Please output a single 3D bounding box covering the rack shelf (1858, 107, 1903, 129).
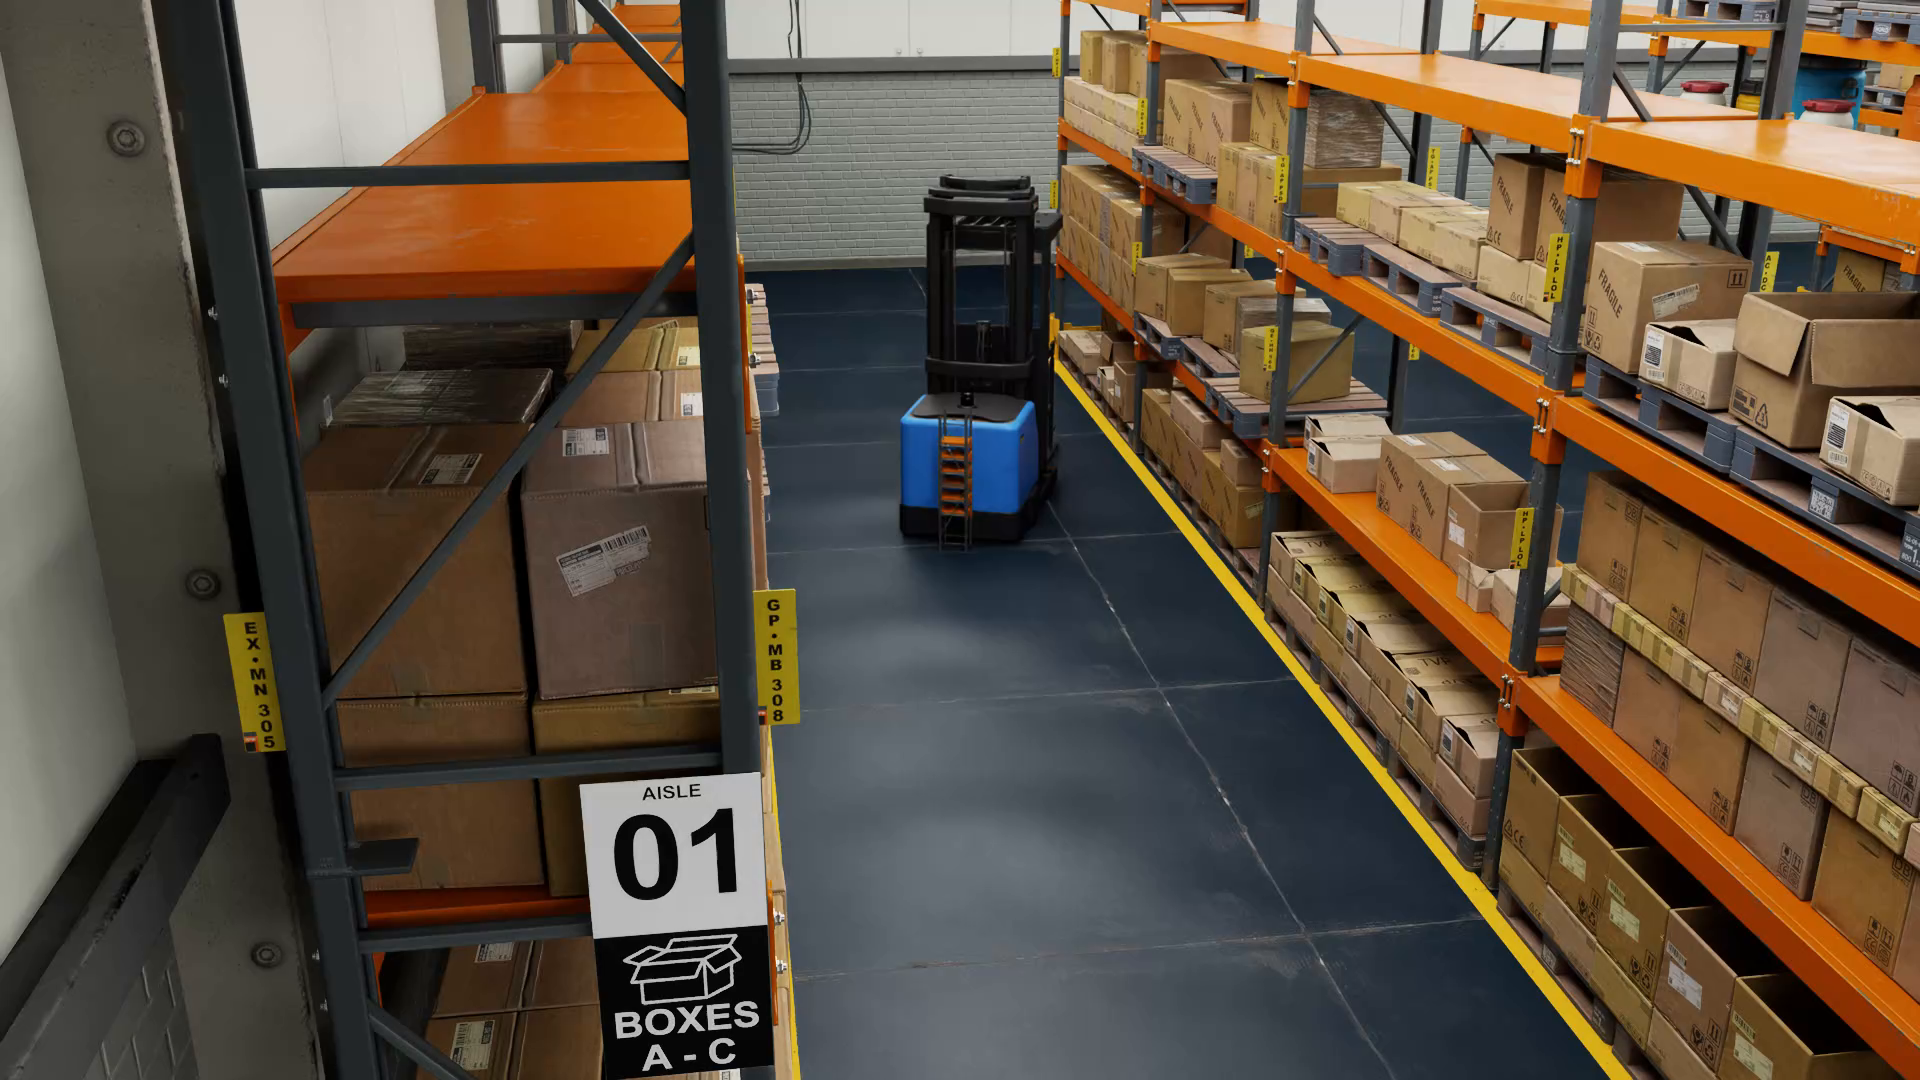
[{"bbox_3d":[11.740,-4.560,18.880,1.077,0.370,4.000,-3,21,-8],"label":"rack shelf"}]

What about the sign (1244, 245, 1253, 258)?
[{"bbox_3d":[2.773,-2.873,15.966,0.100,0.325,0.005,-3,21,-8],"label":"sign"}]

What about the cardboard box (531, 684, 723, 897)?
[{"bbox_3d":[-0.748,0.515,4.092,0.500,0.500,0.500,-2,21,-6],"label":"cardboard box"}]

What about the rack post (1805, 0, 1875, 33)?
[{"bbox_3d":[7.545,-4.432,13.935,0.937,0.300,0.954,-1,20,-2],"label":"rack post"}]

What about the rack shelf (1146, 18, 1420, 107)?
[{"bbox_3d":[2.513,-3.895,13.383,1.077,0.370,4.000,-3,21,-8],"label":"rack shelf"}]

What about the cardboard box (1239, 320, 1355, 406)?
[{"bbox_3d":[2.599,-1.372,12.860,0.700,0.500,0.500,-10,23,-26],"label":"cardboard box"}]

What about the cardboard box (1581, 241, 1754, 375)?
[{"bbox_3d":[3.190,-1.058,7.531,0.500,0.500,0.500,-1,21,-3],"label":"cardboard box"}]

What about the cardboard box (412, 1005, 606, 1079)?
[{"bbox_3d":[-1.225,1.662,4.594,0.500,0.500,0.500,-3,21,-8],"label":"cardboard box"}]

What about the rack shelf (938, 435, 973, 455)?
[{"bbox_3d":[-0.038,-0.783,13.695,0.258,0.103,0.180,4,21,12],"label":"rack shelf"}]

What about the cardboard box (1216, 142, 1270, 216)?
[{"bbox_3d":[2.557,-2.874,13.195,0.910,0.500,0.500,-3,21,-8],"label":"cardboard box"}]

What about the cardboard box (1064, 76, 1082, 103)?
[{"bbox_3d":[1.465,-5.064,18.701,0.500,0.250,0.500,-3,21,-8],"label":"cardboard box"}]

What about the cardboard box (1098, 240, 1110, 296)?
[{"bbox_3d":[1.747,-2.864,17.455,0.500,0.500,0.500,-2,21,-7],"label":"cardboard box"}]

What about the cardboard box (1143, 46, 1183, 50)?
[{"bbox_3d":[2.185,-4.568,16.301,0.700,0.500,0.500,-3,21,-8],"label":"cardboard box"}]

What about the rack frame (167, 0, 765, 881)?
[{"bbox_3d":[-0.947,-0.706,3.244,1.000,3.000,0.127,-3,21,-8],"label":"rack frame"}]

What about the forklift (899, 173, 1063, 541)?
[{"bbox_3d":[0.303,-1.850,14.981,1.130,2.935,3.031,4,21,12],"label":"forklift"}]

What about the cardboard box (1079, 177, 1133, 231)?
[{"bbox_3d":[1.601,-3.680,18.211,0.500,0.500,0.500,-3,21,-7],"label":"cardboard box"}]

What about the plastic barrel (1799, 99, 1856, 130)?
[{"bbox_3d":[7.299,-3.437,14.049,0.433,0.535,0.433,0,20,0],"label":"plastic barrel"}]

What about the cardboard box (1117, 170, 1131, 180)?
[{"bbox_3d":[2.058,-3.886,18.762,0.500,0.500,0.500,-2,21,-6],"label":"cardboard box"}]

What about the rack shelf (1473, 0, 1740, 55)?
[{"bbox_3d":[6.839,-5.528,17.756,1.077,0.370,4.000,-3,21,-8],"label":"rack shelf"}]

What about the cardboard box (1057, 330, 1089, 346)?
[{"bbox_3d":[1.368,-2.394,19.786,0.380,0.149,0.250,-3,21,-8],"label":"cardboard box"}]

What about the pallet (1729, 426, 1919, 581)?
[{"bbox_3d":[3.699,-0.180,6.249,1.003,0.211,1.213,-3,21,-8],"label":"pallet"}]

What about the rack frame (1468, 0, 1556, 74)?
[{"bbox_3d":[6.550,-6.745,19.414,1.000,3.000,0.127,-3,21,-8],"label":"rack frame"}]

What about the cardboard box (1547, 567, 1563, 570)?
[{"bbox_3d":[3.452,0.269,9.567,0.380,0.149,0.250,-3,21,-8],"label":"cardboard box"}]

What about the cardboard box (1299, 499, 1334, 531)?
[{"bbox_3d":[3.019,-0.123,13.203,0.500,0.500,0.500,-2,21,-5],"label":"cardboard box"}]

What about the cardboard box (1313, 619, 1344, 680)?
[{"bbox_3d":[2.740,0.725,11.318,0.500,0.250,0.500,-3,21,-9],"label":"cardboard box"}]

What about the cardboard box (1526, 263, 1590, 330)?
[{"bbox_3d":[3.299,-1.277,8.675,0.500,0.250,0.500,-1,20,-2],"label":"cardboard box"}]

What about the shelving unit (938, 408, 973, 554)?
[{"bbox_3d":[-0.038,-0.487,13.805,0.258,1.200,0.189,4,21,12],"label":"shelving unit"}]

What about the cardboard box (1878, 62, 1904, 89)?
[{"bbox_3d":[11.580,-5.703,20.025,0.700,0.500,0.500,-4,21,-11],"label":"cardboard box"}]

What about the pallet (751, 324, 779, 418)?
[{"bbox_3d":[-1.507,-0.817,8.097,1.213,0.211,1.003,-3,21,-8],"label":"pallet"}]

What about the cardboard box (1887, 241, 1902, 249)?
[{"bbox_3d":[11.326,-3.572,19.851,0.380,0.149,0.250,-3,21,-9],"label":"cardboard box"}]

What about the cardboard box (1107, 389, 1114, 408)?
[{"bbox_3d":[1.748,-1.482,17.342,0.380,0.149,0.250,-3,21,-8],"label":"cardboard box"}]

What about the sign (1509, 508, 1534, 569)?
[{"bbox_3d":[2.842,-0.006,8.403,0.100,0.325,0.005,-3,21,-8],"label":"sign"}]

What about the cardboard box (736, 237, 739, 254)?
[{"bbox_3d":[-1.093,-0.860,6.344,0.500,0.500,0.500,-2,21,-5],"label":"cardboard box"}]

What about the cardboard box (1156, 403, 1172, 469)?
[{"bbox_3d":[2.141,-0.972,15.477,0.500,0.500,0.500,-3,21,-7],"label":"cardboard box"}]

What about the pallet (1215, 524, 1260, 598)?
[{"bbox_3d":[2.731,0.130,13.568,1.003,0.211,1.213,-3,21,-8],"label":"pallet"}]

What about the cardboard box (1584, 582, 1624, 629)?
[{"bbox_3d":[3.261,0.308,8.035,0.380,0.149,0.250,-3,21,-7],"label":"cardboard box"}]

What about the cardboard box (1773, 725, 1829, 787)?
[{"bbox_3d":[3.485,0.843,6.601,0.380,0.149,0.250,-3,21,-8],"label":"cardboard box"}]

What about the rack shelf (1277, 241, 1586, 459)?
[{"bbox_3d":[3.090,-1.292,10.129,1.077,0.370,4.000,-3,21,-8],"label":"rack shelf"}]

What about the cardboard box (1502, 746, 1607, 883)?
[{"bbox_3d":[3.135,1.385,8.479,0.500,0.500,0.500,-3,21,-8],"label":"cardboard box"}]

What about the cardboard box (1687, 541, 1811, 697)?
[{"bbox_3d":[3.594,0.316,7.087,0.700,0.500,0.500,-3,21,-8],"label":"cardboard box"}]

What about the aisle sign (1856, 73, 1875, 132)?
[{"bbox_3d":[11.144,-5.412,20.704,0.394,0.787,0.004,-3,21,-8],"label":"aisle sign"}]

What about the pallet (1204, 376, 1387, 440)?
[{"bbox_3d":[2.634,-1.058,13.035,1.213,0.211,1.003,-3,21,-8],"label":"pallet"}]

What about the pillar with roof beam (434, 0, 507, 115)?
[{"bbox_3d":[1.491,-3.199,9.920,9.100,9.000,0.400,-3,21,-8],"label":"pillar with roof beam"}]

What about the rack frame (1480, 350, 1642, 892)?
[{"bbox_3d":[3.378,0.469,8.674,1.000,3.000,0.127,-3,21,-8],"label":"rack frame"}]

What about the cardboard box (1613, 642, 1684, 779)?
[{"bbox_3d":[3.531,0.757,7.758,0.700,0.500,0.500,-3,21,-8],"label":"cardboard box"}]

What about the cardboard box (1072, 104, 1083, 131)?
[{"bbox_3d":[1.530,-4.657,18.324,0.500,0.250,0.500,-3,21,-8],"label":"cardboard box"}]

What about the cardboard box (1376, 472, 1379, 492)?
[{"bbox_3d":[3.041,-0.360,11.252,0.380,0.149,0.250,-1,21,-4],"label":"cardboard box"}]

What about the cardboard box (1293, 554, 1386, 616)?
[{"bbox_3d":[2.670,0.290,11.681,0.500,0.311,0.500,-3,21,-9],"label":"cardboard box"}]

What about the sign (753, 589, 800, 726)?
[{"bbox_3d":[-0.410,0.263,3.690,0.100,0.325,0.005,-3,21,-8],"label":"sign"}]

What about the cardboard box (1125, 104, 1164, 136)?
[{"bbox_3d":[1.886,-4.025,15.918,0.500,0.250,0.500,-3,21,-8],"label":"cardboard box"}]
